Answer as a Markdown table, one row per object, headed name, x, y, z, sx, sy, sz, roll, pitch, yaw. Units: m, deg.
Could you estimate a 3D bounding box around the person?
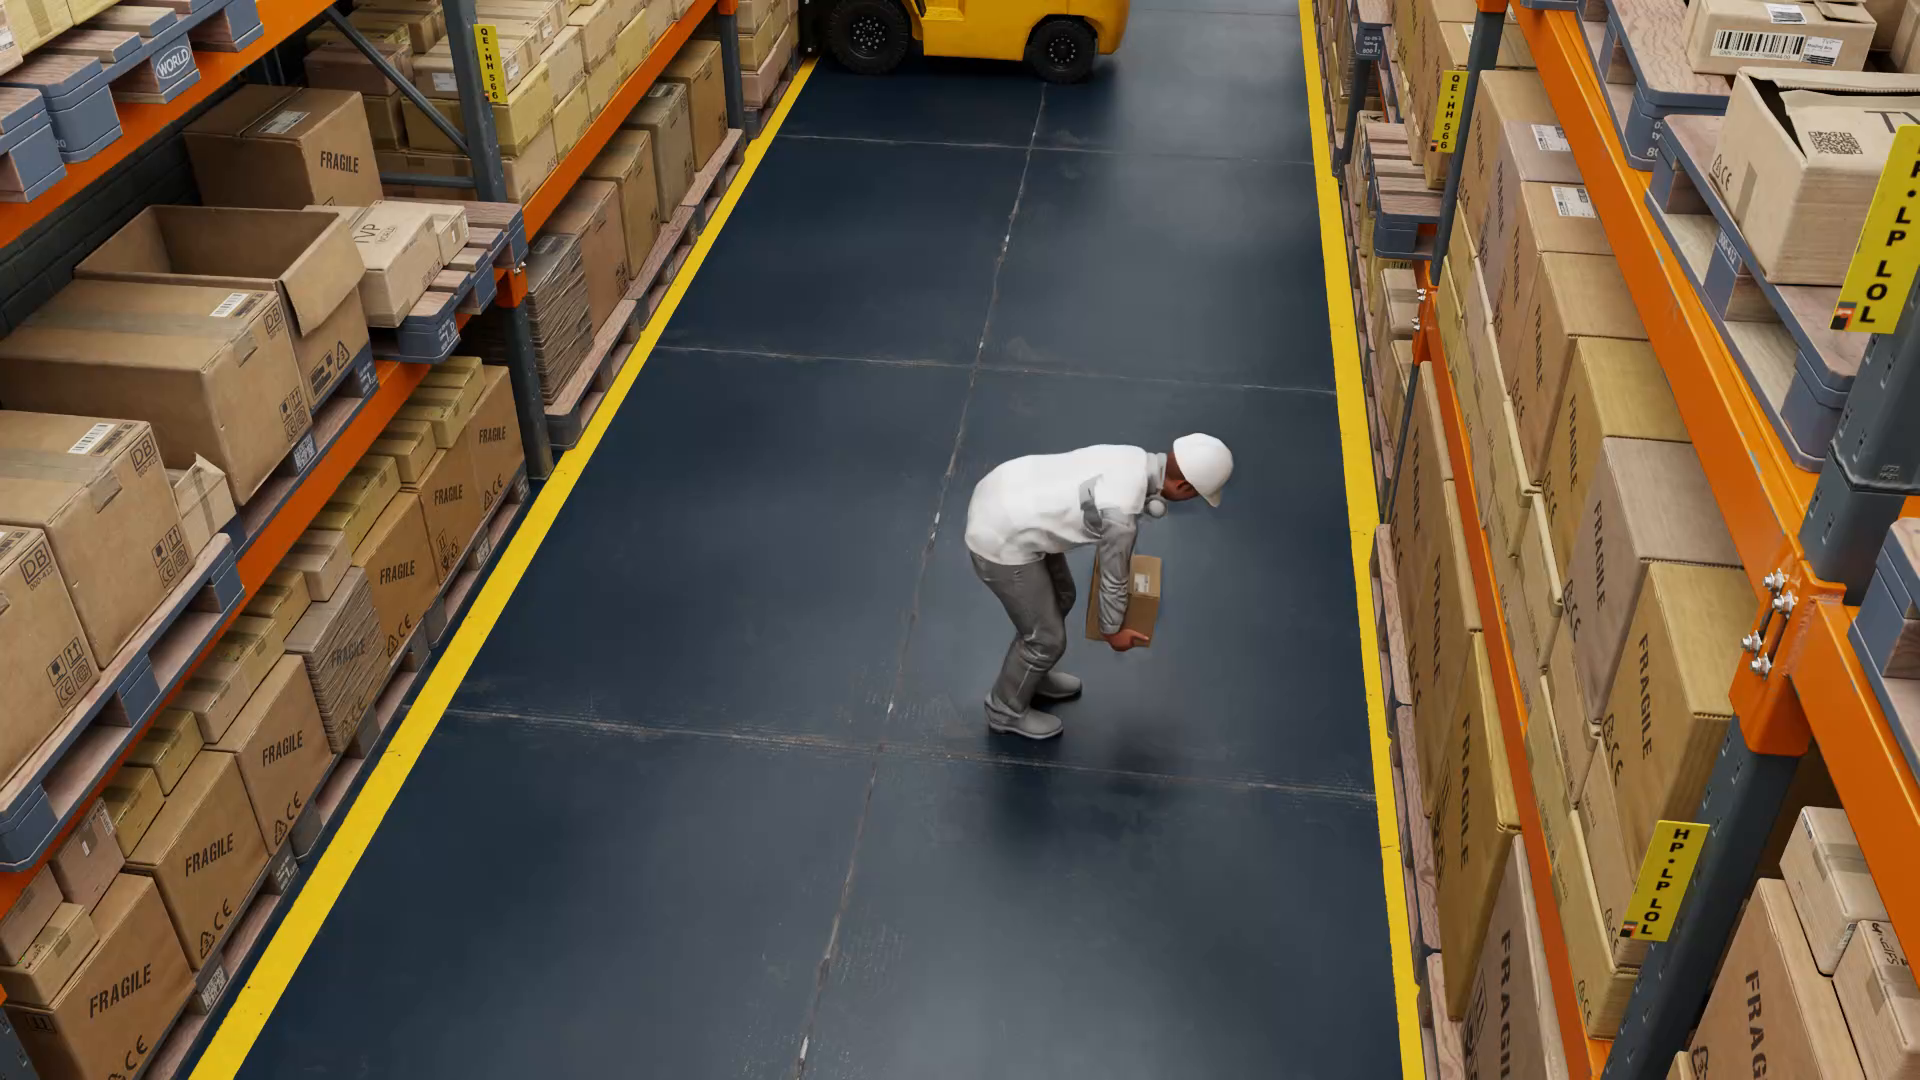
| name | x | y | z | sx | sy | sz | roll | pitch | yaw |
| --- | --- | --- | --- | --- | --- | --- | --- | --- | --- |
| person | 0.500 | 0.150 | 6.307 | 0.959 | 1.321 | 0.462 | 3 | 36 | 5 |
